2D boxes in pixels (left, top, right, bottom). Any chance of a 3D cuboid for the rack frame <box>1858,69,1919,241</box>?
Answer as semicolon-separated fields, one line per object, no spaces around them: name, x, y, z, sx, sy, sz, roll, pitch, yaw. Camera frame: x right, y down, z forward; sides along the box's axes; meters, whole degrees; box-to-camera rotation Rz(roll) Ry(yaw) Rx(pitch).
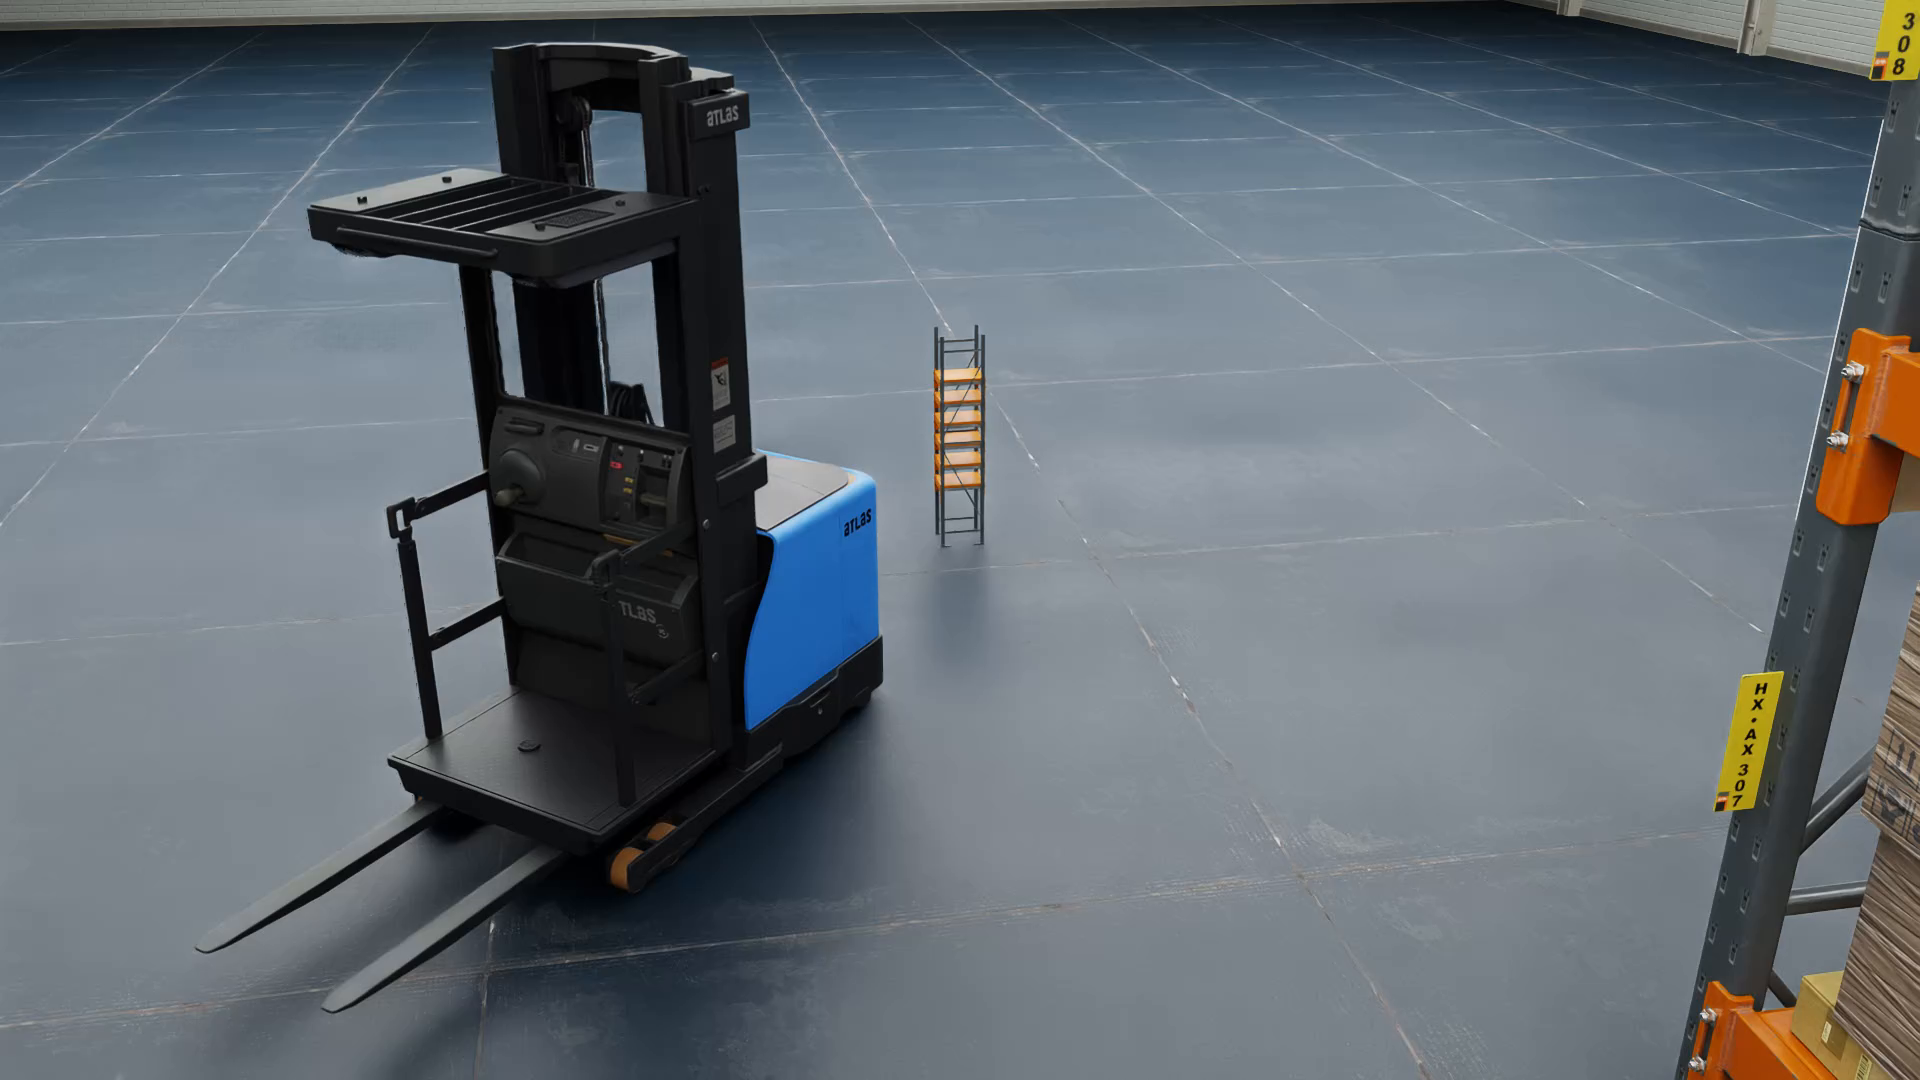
rack frame;2.174;-1.971;2.520;1.000;3.000;0.127;-4;24;-10

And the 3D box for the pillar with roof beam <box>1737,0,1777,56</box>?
pillar with roof beam;9.089;-11.981;25.440;9.100;9.000;0.400;-4;24;-10

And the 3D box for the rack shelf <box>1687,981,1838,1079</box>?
rack shelf;2.544;1.894;2.064;1.077;0.370;4.000;-4;24;-10

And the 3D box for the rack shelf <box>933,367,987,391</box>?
rack shelf;-0.003;-0.845;8.897;0.258;0.103;0.180;-4;24;-10

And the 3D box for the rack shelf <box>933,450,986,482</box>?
rack shelf;-0.003;-0.405;9.089;0.258;0.103;0.180;-4;24;-10

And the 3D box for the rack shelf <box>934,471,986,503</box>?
rack shelf;-0.003;-0.295;9.137;0.258;0.103;0.180;-4;24;-10

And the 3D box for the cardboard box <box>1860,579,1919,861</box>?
cardboard box;2.008;0.374;2.900;0.500;0.500;0.500;-4;24;-10

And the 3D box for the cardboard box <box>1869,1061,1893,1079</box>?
cardboard box;2.020;1.123;3.246;0.380;0.149;0.250;-4;24;-10

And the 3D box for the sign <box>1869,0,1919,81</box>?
sign;1.641;-0.957;2.854;0.100;0.325;0.005;-4;24;-10

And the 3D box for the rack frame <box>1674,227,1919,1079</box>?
rack frame;2.174;0.778;3.721;1.000;3.000;0.127;-4;24;-10

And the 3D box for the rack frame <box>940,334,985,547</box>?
rack frame;0.014;-0.520;8.940;0.240;1.200;0.006;-4;24;-10

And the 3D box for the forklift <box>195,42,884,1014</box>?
forklift;-1.520;-0.233;6.120;1.130;2.935;3.031;13;27;27

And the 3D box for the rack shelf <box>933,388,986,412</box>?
rack shelf;-0.003;-0.735;8.945;0.258;0.103;0.180;-4;24;-10

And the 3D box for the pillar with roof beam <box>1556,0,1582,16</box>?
pillar with roof beam;7.979;-14.341;30.843;9.100;9.000;0.400;-4;24;-10

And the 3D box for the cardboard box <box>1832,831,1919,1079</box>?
cardboard box;2.249;0.814;3.142;0.875;0.500;0.500;-4;24;-10

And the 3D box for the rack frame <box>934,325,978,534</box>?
rack frame;-0.020;-0.592;9.105;0.240;1.200;0.006;-4;24;-10

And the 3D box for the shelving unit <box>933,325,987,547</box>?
shelving unit;-0.003;-0.556;9.023;0.258;1.200;0.189;-4;24;-10

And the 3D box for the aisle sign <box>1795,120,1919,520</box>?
aisle sign;1.868;-0.416;3.206;0.394;0.787;0.004;-4;24;-10

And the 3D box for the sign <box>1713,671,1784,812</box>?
sign;1.641;0.421;3.456;0.100;0.325;0.005;-4;24;-10

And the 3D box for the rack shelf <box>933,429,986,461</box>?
rack shelf;-0.003;-0.515;9.041;0.258;0.103;0.180;-4;24;-10

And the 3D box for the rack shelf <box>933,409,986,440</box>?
rack shelf;-0.003;-0.625;8.993;0.258;0.103;0.180;-4;24;-10

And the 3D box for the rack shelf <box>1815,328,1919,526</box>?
rack shelf;2.544;0.520;1.464;1.077;0.370;4.000;-4;24;-10

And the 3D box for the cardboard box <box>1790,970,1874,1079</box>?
cardboard box;1.992;1.023;3.474;0.380;0.149;0.250;-4;24;-10
